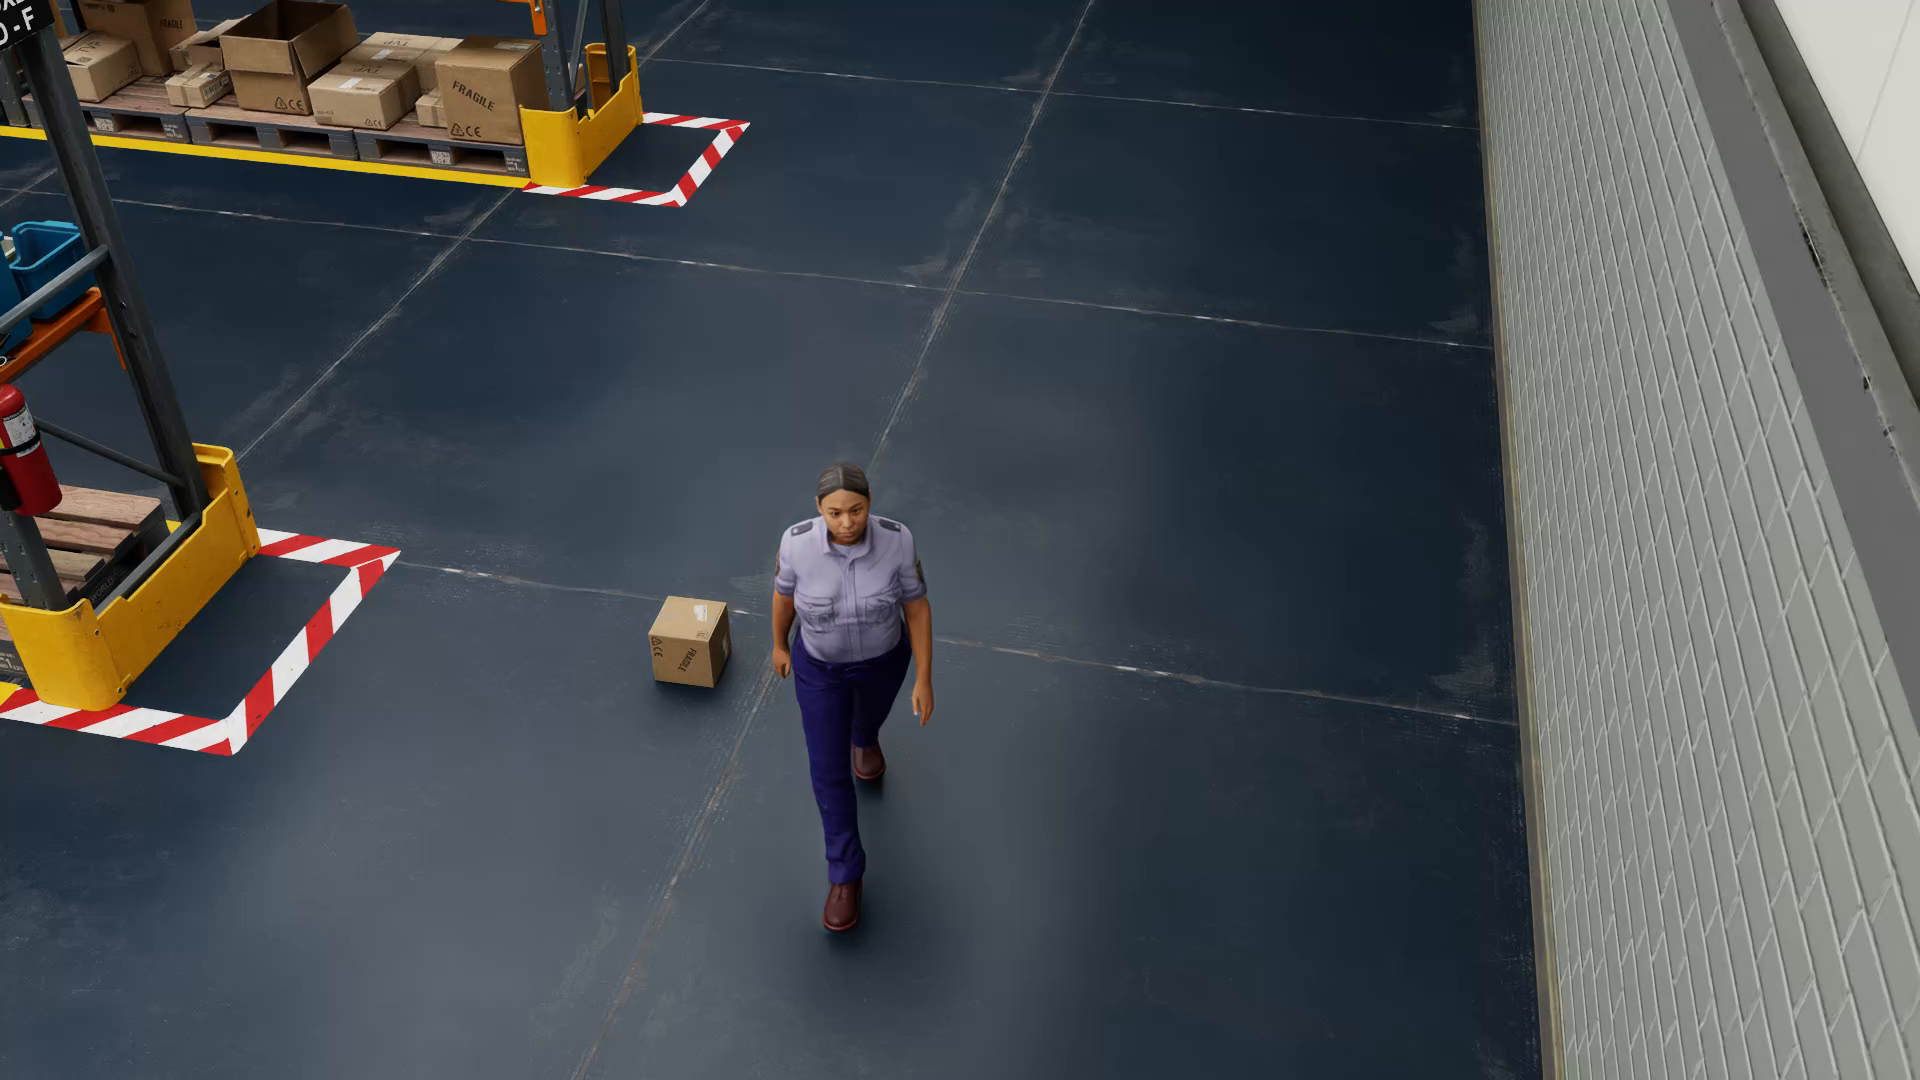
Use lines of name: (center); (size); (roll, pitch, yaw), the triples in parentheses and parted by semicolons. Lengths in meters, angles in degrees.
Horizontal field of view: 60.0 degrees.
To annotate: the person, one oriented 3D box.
person: (-0.354, 0.428, 5.586); (0.521, 1.584, 1.010); (-7, 37, -9)
